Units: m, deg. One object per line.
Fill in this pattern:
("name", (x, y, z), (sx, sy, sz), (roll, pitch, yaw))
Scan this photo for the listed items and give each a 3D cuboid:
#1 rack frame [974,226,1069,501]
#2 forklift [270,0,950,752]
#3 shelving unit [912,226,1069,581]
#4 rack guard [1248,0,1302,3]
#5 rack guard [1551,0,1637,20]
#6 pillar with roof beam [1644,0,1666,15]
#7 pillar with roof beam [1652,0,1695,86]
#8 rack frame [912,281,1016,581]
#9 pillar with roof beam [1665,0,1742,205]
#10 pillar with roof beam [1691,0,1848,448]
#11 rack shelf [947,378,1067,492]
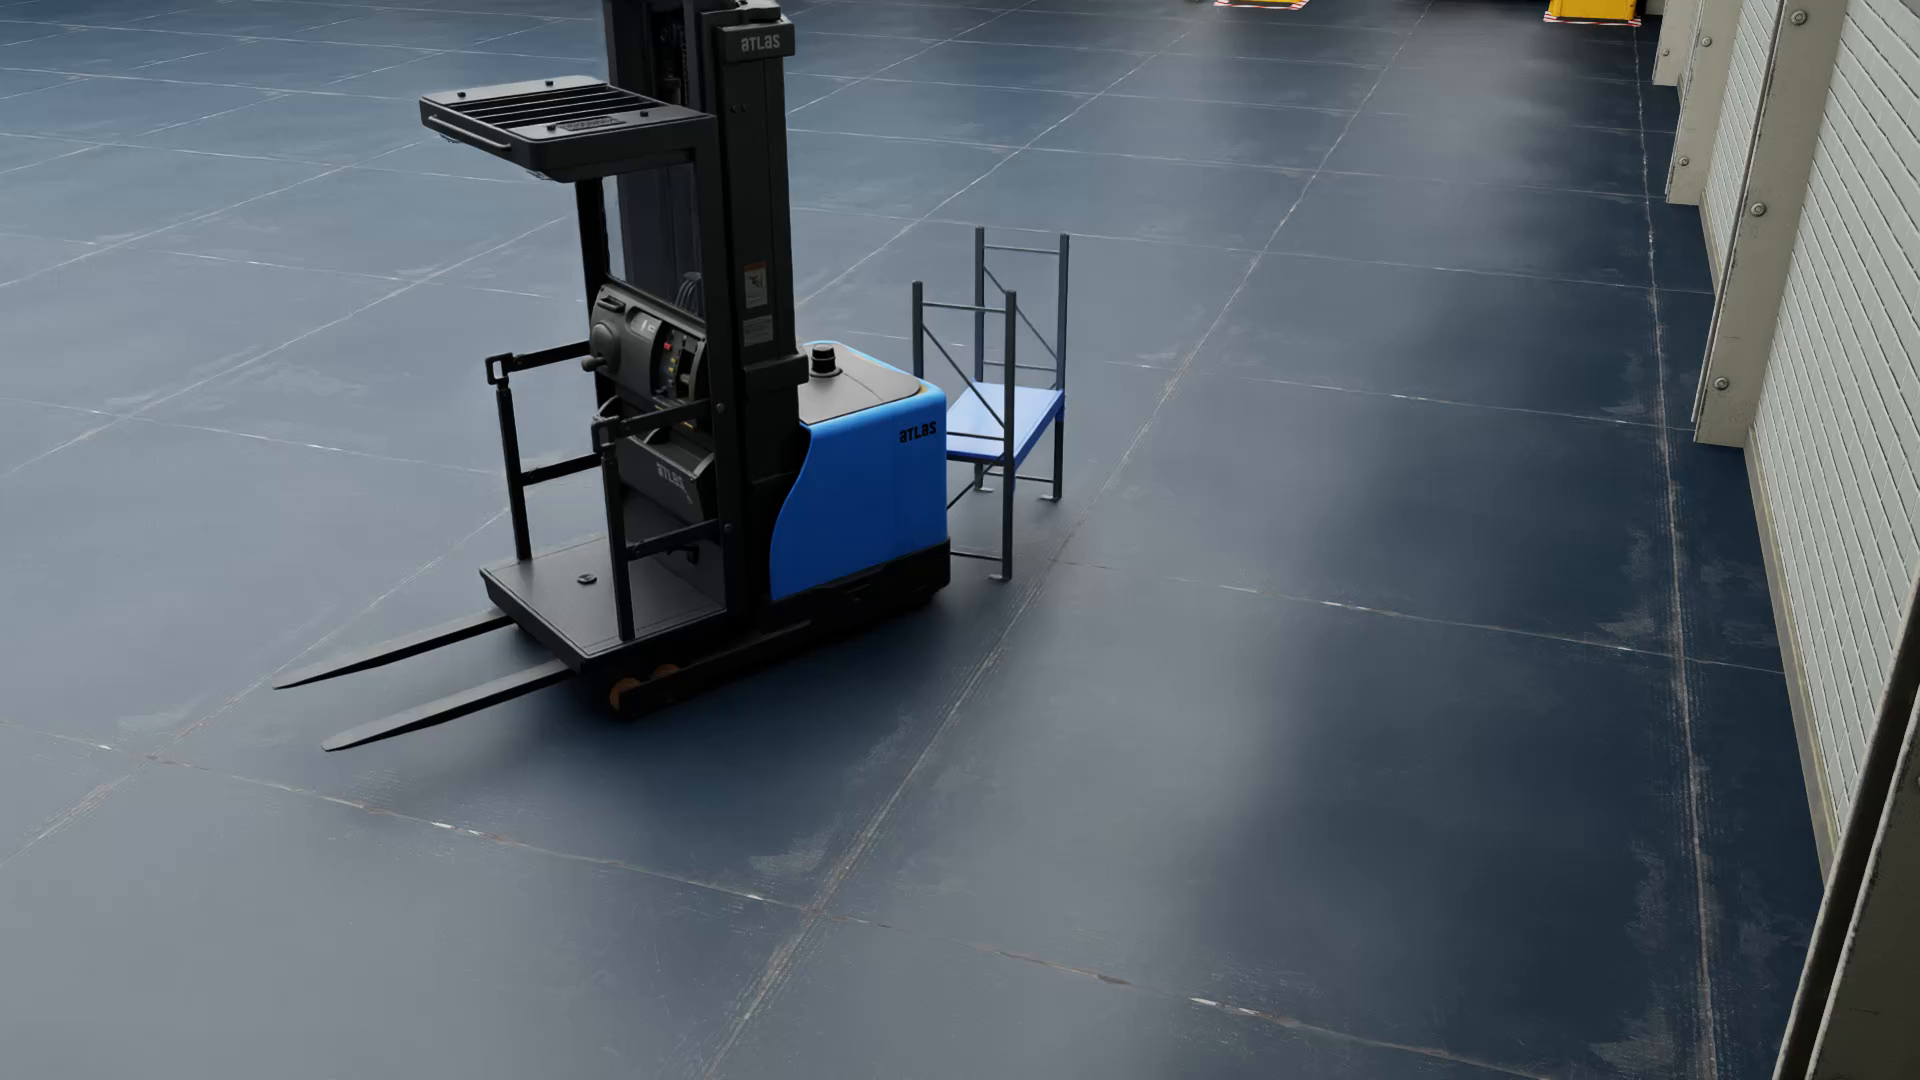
("rack frame", (0.321, -0.931, 8.952), (0.500, 1.500, 0.032), (8, 27, 16))
("forklift", (-1.515, -0.815, 7.071), (3.031, 2.935, 1.130), (-19, 32, -34))
("shelving unit", (0.169, -0.720, 8.516), (0.538, 1.500, 1.048), (8, 27, 16))
("rack guard", (4.862, -8.863, 26.482), (1.175, 0.500, 0.348), (9, 27, 17))
("rack guard", (9.511, -8.104, 24.914), (1.175, 0.500, 0.348), (9, 27, 17))
("pillar with roof beam", (6.541, -12.719, 24.692), (9.100, 9.000, 0.400), (9, 27, 17))
("pillar with roof beam", (4.544, -10.253, 19.600), (9.100, 9.000, 0.400), (9, 27, 17))
("rack frame", (0.017, -0.508, 8.079), (0.500, 1.500, 0.032), (8, 27, 16))
("pillar with roof beam", (2.548, -7.787, 14.507), (9.100, 9.000, 0.400), (9, 27, 17))
("pillar with roof beam", (0.551, -5.322, 9.415), (9.100, 9.000, 0.400), (9, 27, 17))
("rack shelf", (0.169, -0.558, 8.594), (0.538, 0.185, 1.000), (8, 27, 16))
